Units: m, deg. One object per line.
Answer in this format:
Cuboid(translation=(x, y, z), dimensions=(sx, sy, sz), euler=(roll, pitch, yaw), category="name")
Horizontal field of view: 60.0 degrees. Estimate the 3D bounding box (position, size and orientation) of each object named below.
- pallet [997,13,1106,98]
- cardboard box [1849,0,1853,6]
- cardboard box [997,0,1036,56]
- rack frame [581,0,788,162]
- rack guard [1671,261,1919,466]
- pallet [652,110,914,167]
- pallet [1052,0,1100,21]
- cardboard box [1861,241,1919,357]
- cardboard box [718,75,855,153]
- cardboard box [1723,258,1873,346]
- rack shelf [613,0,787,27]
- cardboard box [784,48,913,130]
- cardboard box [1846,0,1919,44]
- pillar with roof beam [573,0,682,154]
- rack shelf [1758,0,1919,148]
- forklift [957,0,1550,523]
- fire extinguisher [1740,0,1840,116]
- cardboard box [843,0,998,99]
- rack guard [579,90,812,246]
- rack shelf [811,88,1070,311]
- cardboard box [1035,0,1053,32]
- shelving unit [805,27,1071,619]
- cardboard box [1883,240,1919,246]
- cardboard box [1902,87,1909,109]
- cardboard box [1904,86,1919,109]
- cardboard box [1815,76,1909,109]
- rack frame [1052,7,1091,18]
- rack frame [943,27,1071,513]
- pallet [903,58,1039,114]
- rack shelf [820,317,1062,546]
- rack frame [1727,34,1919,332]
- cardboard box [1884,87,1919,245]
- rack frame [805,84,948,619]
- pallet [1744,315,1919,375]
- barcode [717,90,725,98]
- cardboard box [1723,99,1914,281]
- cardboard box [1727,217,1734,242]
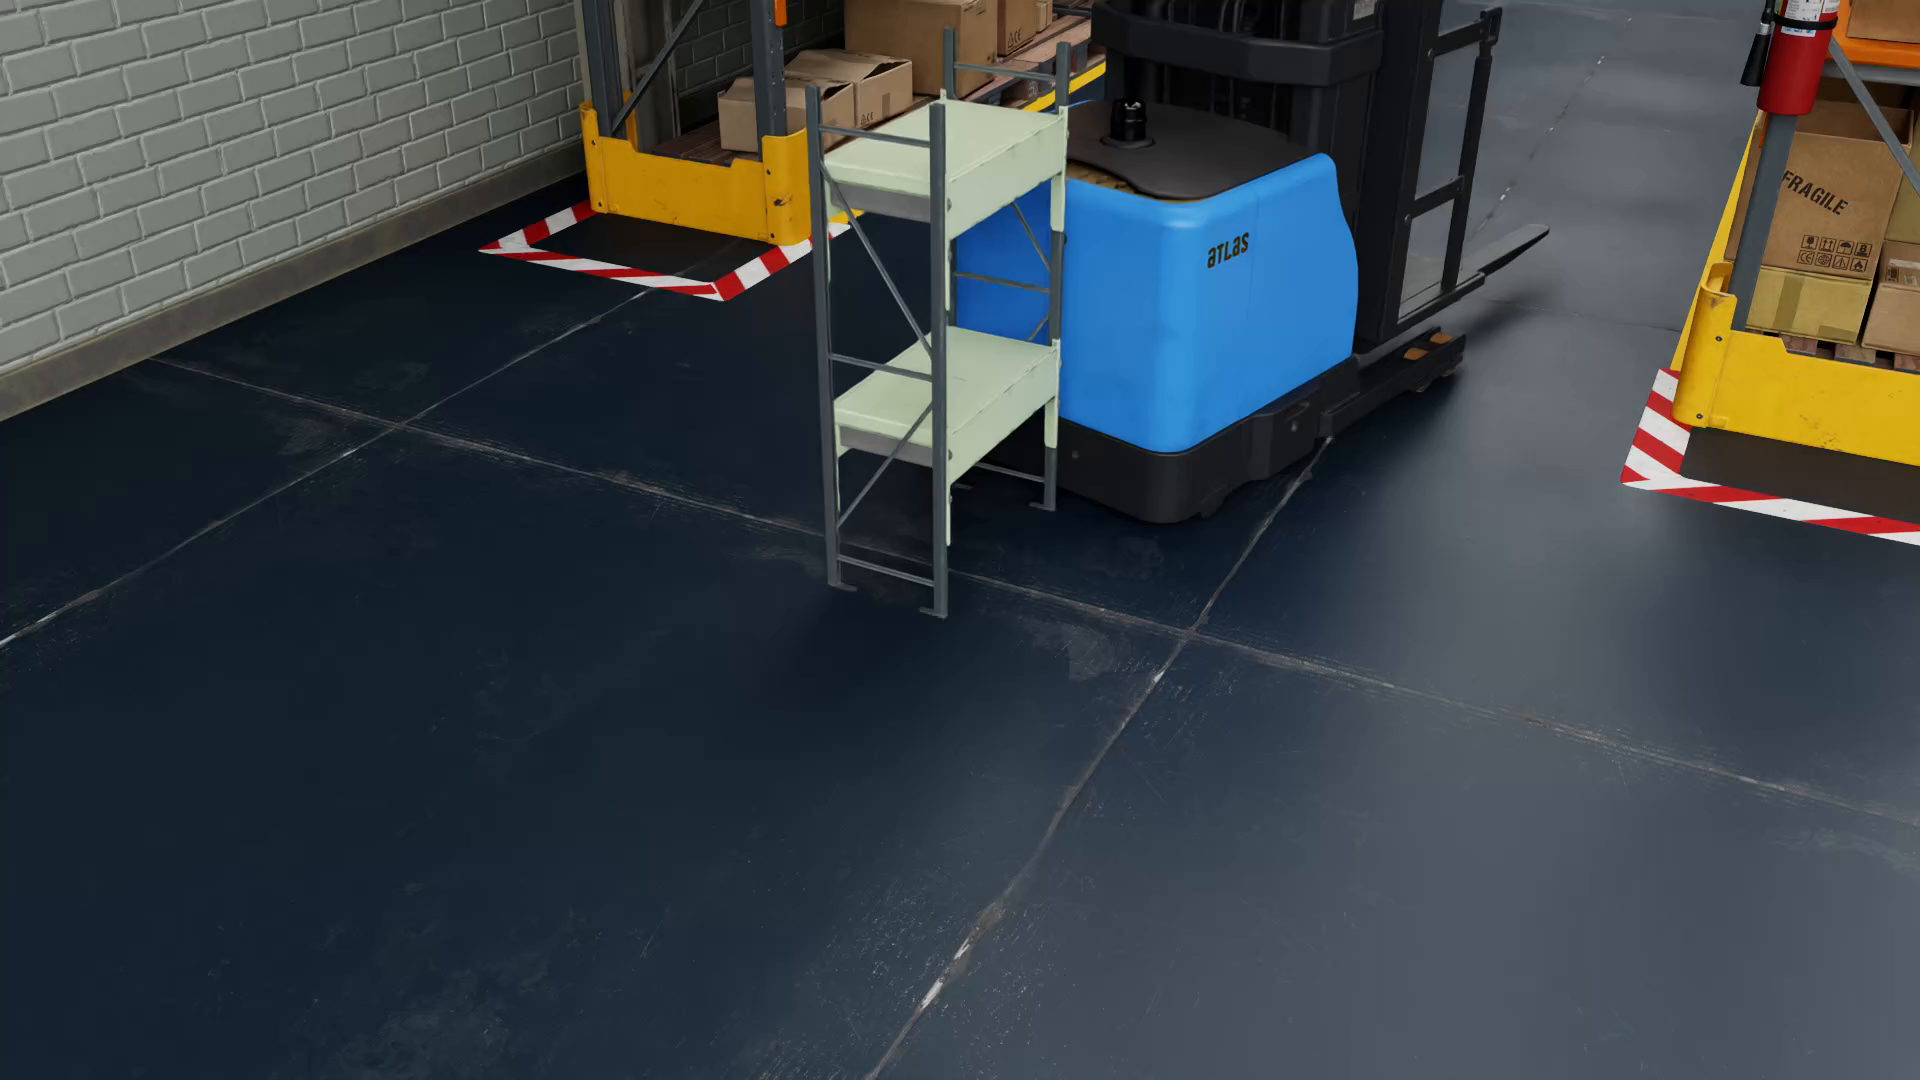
Cuboid(translation=(0.302, -3.065, 10.375), dimensions=(1.003, 0.211, 1.213), euler=(14, 33, 23), category="pallet")
Cuboid(translation=(3.625, -2.166, 5.909), dimensions=(0.700, 0.500, 0.500), euler=(15, 33, 25), category="cardboard box")
Cuboid(translation=(0.140, -3.218, 9.909), dimensions=(0.500, 0.500, 0.500), euler=(12, 32, 20), category="cardboard box")
Cuboid(translation=(-1.245, -2.807, 7.125), dimensions=(1.000, 3.000, 0.127), euler=(14, 33, 23), category="rack frame")
Cuboid(translation=(3.155, -0.590, 5.775), dimensions=(1.175, 0.500, 0.348), euler=(14, 33, 23), category="rack guard")
Cuboid(translation=(-0.809, -1.983, 8.492), dimensions=(1.003, 0.211, 1.213), euler=(14, 33, 23), category="pallet")
Cuboid(translation=(0.930, -3.716, 11.509), dimensions=(1.003, 0.211, 1.213), euler=(14, 33, 23), category="pallet")
Cuboid(translation=(3.609, -0.862, 6.078), dimensions=(0.500, 0.250, 0.500), euler=(14, 33, 23), category="cardboard box")
Cuboid(translation=(-0.850, -2.118, 8.184), dimensions=(0.500, 0.311, 0.500), euler=(11, 32, 18), category="cardboard box")
Cuboid(translation=(3.147, -0.979, 6.282), dimensions=(0.500, 0.250, 0.500), euler=(14, 33, 23), category="cardboard box")
Cuboid(translation=(-0.334, -3.381, 8.849), dimensions=(1.077, 0.370, 4.000), euler=(14, 33, 23), category="rack shelf")
Cuboid(translation=(-0.590, -2.371, 8.624), dimensions=(0.500, 0.311, 0.500), euler=(17, 34, 27), category="cardboard box")
Cuboid(translation=(3.390, -1.932, 5.502), dimensions=(0.700, 0.500, 0.500), euler=(14, 33, 23), category="cardboard box")
Cuboid(translation=(2.136, -4.938, 4.813), dimensions=(9.100, 9.000, 0.400), euler=(14, 33, 23), category="pillar with roof beam")
Cuboid(translation=(4.077, -2.259, 6.895), dimensions=(1.077, 0.370, 4.000), euler=(14, 33, 23), category="rack shelf")
Cuboid(translation=(1.272, -1.972, 5.741), dimensions=(1.130, 2.935, 3.031), euler=(24, 38, 36), category="forklift")
Cuboid(translation=(2.699, -1.704, 5.283), dimensions=(0.296, 0.674, 0.183), euler=(14, 33, 23), category="fire extinguisher")
Cuboid(translation=(-0.212, -2.766, 9.124), dimensions=(0.700, 0.500, 0.500), euler=(12, 32, 20), category="cardboard box")
Cuboid(translation=(-1.211, -1.756, 7.807), dimensions=(1.175, 0.500, 0.348), euler=(14, 33, 23), category="rack guard")
Cuboid(translation=(-0.043, -0.969, 4.648), dimensions=(0.431, 0.370, 0.720), euler=(15, 33, 24), category="rack shelf")
Cuboid(translation=(0.360, -3.298, 10.385), dimensions=(0.380, 0.166, 0.250), euler=(10, 31, 17), category="cardboard box")
Cuboid(translation=(-0.043, -0.631, 4.843), dimensions=(0.431, 1.500, 0.755), euler=(15, 33, 24), category="shelving unit")
Cuboid(translation=(3.833, -1.084, 6.465), dimensions=(0.500, 0.250, 0.500), euler=(14, 33, 23), category="cardboard box")
Cuboid(translation=(4.294, -1.851, 7.048), dimensions=(0.500, 0.500, 0.500), euler=(14, 33, 23), category="cardboard box")
Cuboid(translation=(4.051, -1.633, 6.669), dimensions=(0.500, 0.500, 0.500), euler=(14, 33, 23), category="cardboard box")
Cuboid(translation=(3.588, -1.751, 6.874), dimensions=(0.500, 0.500, 0.500), euler=(14, 33, 23), category="cardboard box")
Cuboid(translation=(0.577, -4.580, 10.213), dimensions=(1.000, 3.000, 0.127), euler=(14, 33, 23), category="rack frame")
Cuboid(translation=(0.131, -0.791, 5.122), dimensions=(0.400, 1.500, 0.023), euler=(15, 33, 24), category="rack frame")
Cuboid(translation=(-0.252, -2.522, 9.430), dimensions=(1.003, 0.211, 1.213), euler=(14, 33, 23), category="pallet")
Cuboid(translation=(-0.043, -0.348, 5.005), dimensions=(0.431, 0.370, 0.720), euler=(15, 33, 24), category="rack shelf")
Cuboid(translation=(3.166, -1.685, 5.171), dimensions=(1.000, 3.000, 0.127), euler=(14, 33, 23), category="rack frame")
Cuboid(translation=(3.835, -1.409, 6.278), dimensions=(0.500, 0.500, 0.500), euler=(14, 33, 23), category="cardboard box")
Cuboid(translation=(-0.217, -0.471, 4.564), dimensions=(0.400, 1.500, 0.023), euler=(15, 33, 24), category="rack frame")
Cuboid(translation=(3.477, -0.824, 6.473), dimensions=(1.003, 0.211, 1.213), euler=(14, 33, 23), category="pallet")
Cuboid(translation=(-1.198, -2.221, 8.354), dimensions=(0.001, 0.075, 0.075), euler=(14, 33, 23), category="barcode")
Cuboid(translation=(3.146, -1.305, 6.096), dimensions=(0.500, 0.500, 0.500), euler=(14, 33, 23), category="cardboard box")
Cuboid(translation=(3.365, -1.203, 6.673), dimensions=(0.500, 0.250, 0.500), euler=(14, 33, 23), category="cardboard box")
